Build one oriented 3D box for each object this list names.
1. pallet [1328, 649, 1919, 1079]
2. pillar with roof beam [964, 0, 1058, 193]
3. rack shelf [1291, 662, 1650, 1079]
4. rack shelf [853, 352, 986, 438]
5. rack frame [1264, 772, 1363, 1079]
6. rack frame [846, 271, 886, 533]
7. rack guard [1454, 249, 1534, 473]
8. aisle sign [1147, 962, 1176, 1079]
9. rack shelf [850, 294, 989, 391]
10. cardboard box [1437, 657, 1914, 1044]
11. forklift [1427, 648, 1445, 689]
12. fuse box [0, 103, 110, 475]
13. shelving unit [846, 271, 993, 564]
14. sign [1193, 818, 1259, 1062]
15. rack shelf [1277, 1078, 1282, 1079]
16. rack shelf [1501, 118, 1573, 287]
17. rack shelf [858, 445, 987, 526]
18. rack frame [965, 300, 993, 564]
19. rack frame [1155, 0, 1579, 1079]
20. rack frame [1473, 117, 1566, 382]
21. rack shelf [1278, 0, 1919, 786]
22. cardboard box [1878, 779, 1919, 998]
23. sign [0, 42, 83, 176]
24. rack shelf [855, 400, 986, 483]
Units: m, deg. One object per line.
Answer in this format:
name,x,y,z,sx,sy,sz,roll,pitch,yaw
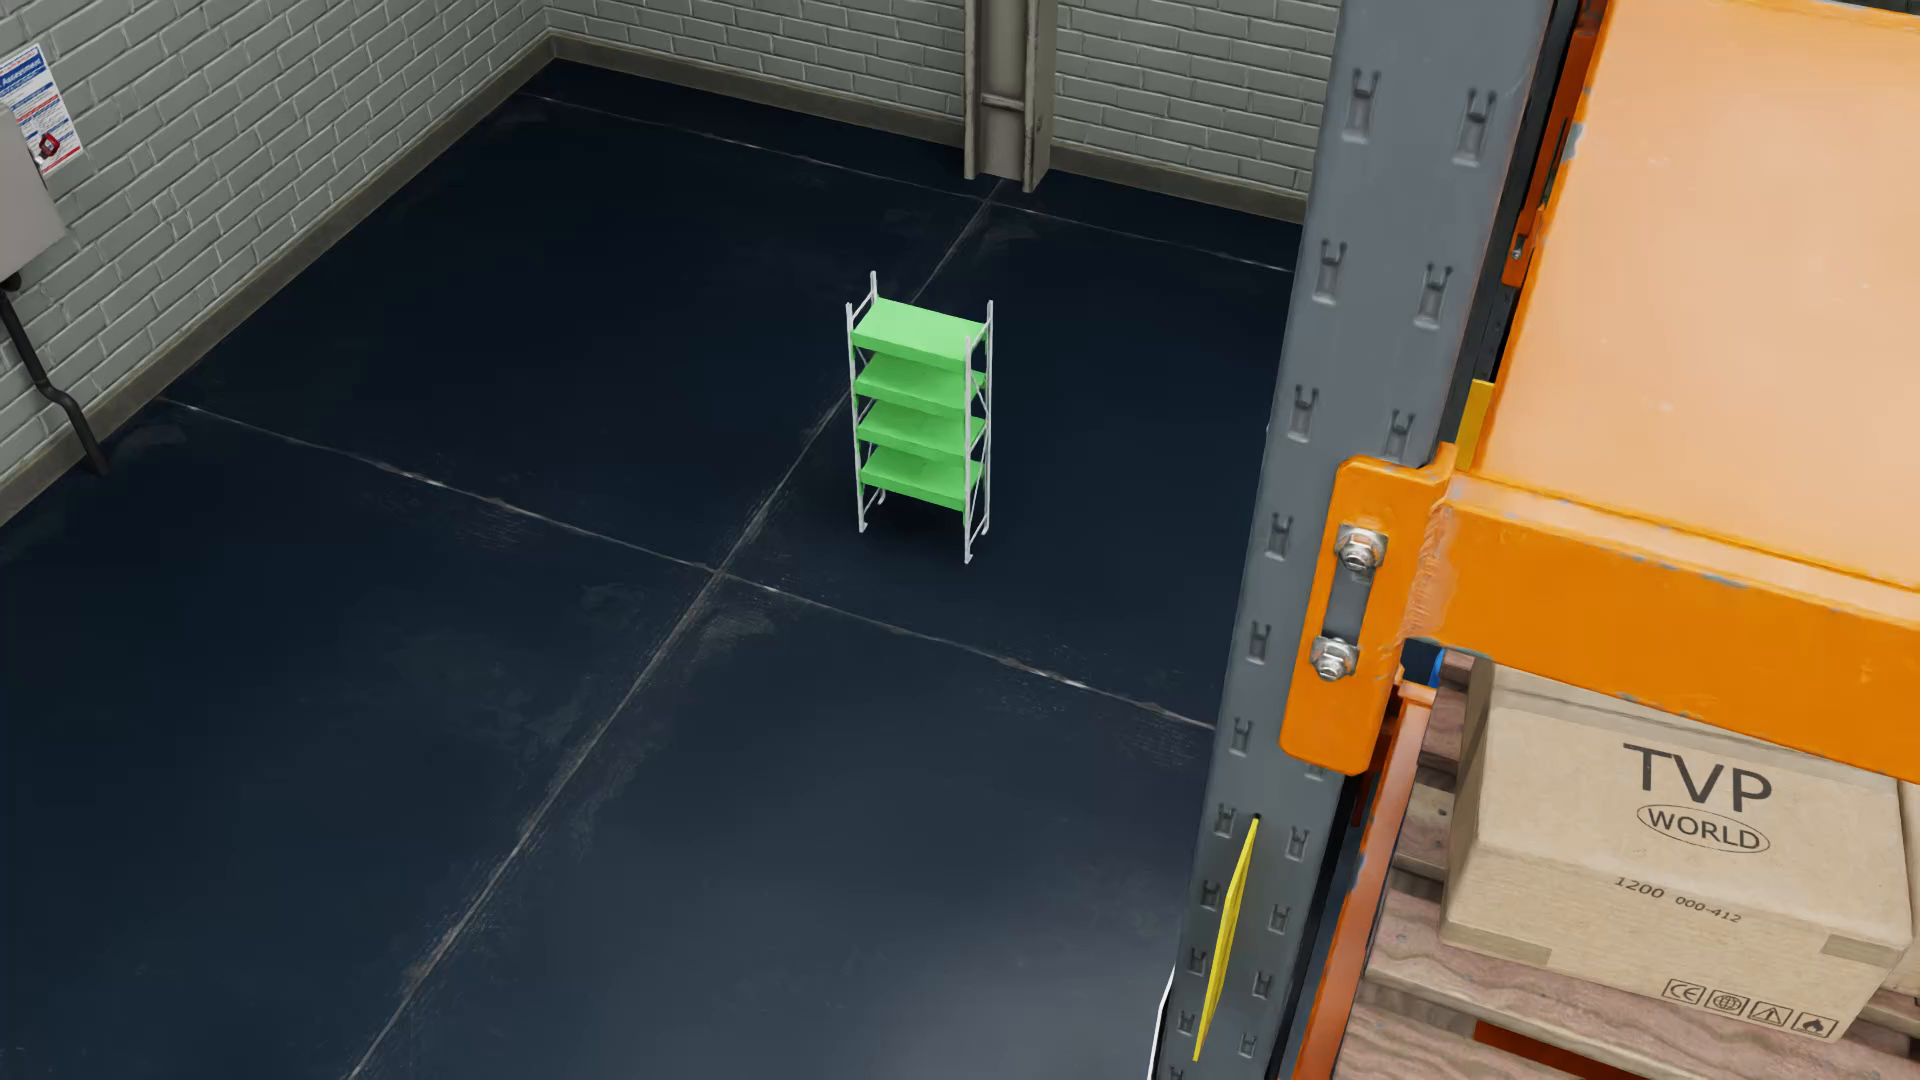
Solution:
pallet,1.184,0.627,2.268,1.213,0.211,1.003,16,47,16
pillar with roof beam,-1.396,-2.411,3.132,0.400,9.000,9.100,16,47,16
rack shelf,2.341,1.199,2.140,4.000,0.370,1.077,16,47,16
rack shelf,-0.153,-0.595,6.587,0.480,0.148,0.258,16,47,16
rack frame,0.495,1.465,3.490,0.127,3.000,1.000,16,47,16
rack frame,-0.378,-0.537,6.778,0.015,1.200,0.240,16,47,16
rack guard,2.473,-0.861,7.600,0.348,0.500,1.175,16,47,16
aisle sign,0.317,0.712,2.403,0.004,0.787,0.394,16,47,16
rack shelf,-0.153,-0.765,6.417,0.480,0.148,0.258,16,47,16
cardboard box,0.945,0.334,2.238,0.500,0.250,0.500,12,46,12
forklift,2.976,0.428,4.581,3.031,2.935,1.130,26,51,24
fuse box,-3.775,-0.922,6.803,0.414,1.711,0.539,16,47,16
shelving unit,-0.153,-0.470,6.711,0.503,1.200,0.258,16,47,16
sign,0.276,0.423,1.735,0.005,0.325,0.100,16,47,16
rack shelf,2.341,2.263,3.198,4.000,0.370,1.077,16,47,16
rack shelf,4.248,-0.969,6.447,4.000,0.370,1.077,16,47,16
rack shelf,-0.153,-0.255,6.925,0.480,0.148,0.258,16,47,16
rack frame,0.072,-0.404,6.644,0.015,1.200,0.240,16,47,16
rack frame,0.495,-0.662,1.374,0.127,3.000,1.000,16,47,16
rack frame,2.402,-1.768,6.739,0.127,3.000,1.000,16,47,16
rack shelf,2.341,0.278,1.223,4.000,0.370,1.077,16,47,16
cardboard box,1.363,0.431,2.212,0.250,0.149,0.380,13,46,13
sign,-3.776,-1.723,6.762,0.001,0.494,0.329,16,47,16
rack shelf,-0.153,-0.425,6.756,0.480,0.148,0.258,16,47,16
